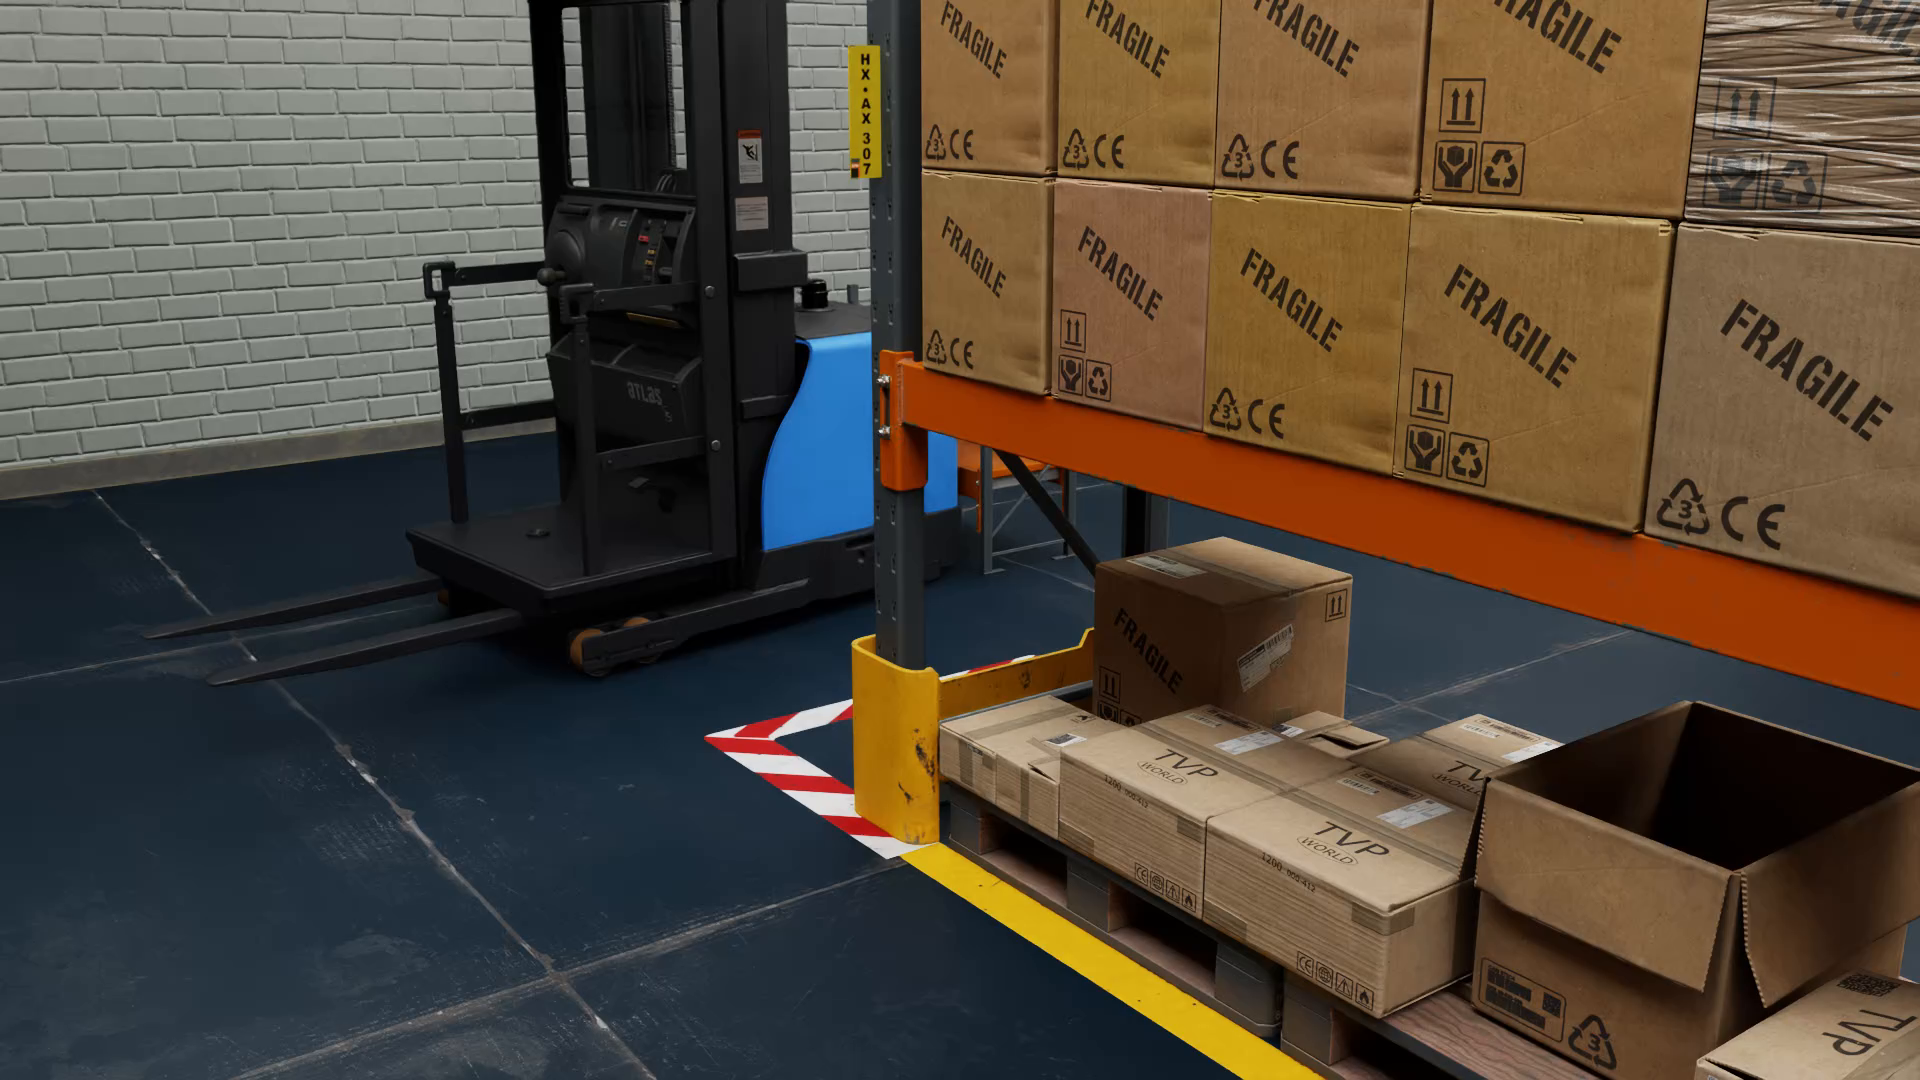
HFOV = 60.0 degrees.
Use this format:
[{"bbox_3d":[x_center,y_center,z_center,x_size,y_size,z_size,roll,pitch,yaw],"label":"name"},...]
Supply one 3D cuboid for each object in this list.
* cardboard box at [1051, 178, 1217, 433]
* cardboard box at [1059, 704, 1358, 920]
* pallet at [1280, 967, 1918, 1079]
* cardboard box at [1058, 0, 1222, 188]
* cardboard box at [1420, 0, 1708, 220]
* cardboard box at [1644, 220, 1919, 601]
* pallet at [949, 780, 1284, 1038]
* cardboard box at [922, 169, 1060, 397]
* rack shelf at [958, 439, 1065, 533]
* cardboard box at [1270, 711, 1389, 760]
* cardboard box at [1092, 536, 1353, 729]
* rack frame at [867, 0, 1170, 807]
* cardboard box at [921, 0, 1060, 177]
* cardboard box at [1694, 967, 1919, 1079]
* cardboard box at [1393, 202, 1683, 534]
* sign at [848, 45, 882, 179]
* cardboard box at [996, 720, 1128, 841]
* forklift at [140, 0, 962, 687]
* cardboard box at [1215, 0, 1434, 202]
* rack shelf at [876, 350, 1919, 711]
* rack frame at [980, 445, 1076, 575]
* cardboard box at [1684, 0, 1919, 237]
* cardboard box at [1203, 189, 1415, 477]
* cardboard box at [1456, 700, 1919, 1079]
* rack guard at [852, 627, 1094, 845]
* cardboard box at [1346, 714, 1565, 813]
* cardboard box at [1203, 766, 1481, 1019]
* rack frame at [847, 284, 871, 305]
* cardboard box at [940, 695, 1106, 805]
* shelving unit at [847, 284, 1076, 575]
[{"bbox_3d":[0.557,-0.554,3.730,0.500,0.500,0.500,-11,19,-35],"label":"cardboard box"},{"bbox_3d":[0.585,0.630,3.968,0.500,0.250,0.500,-11,19,-35],"label":"cardboard box"},{"bbox_3d":[1.429,1.041,3.374,1.003,0.211,1.213,-11,19,-35],"label":"pallet"},{"bbox_3d":[0.562,-1.035,3.594,0.500,0.500,0.500,-11,19,-34],"label":"cardboard box"},{"bbox_3d":[1.152,-0.819,2.805,0.500,0.500,0.500,-11,19,-35],"label":"cardboard box"},{"bbox_3d":[1.444,-0.231,2.550,0.500,0.500,0.500,-10,18,-33],"label":"cardboard box"},{"bbox_3d":[0.715,0.780,4.326,1.003,0.211,1.213,-11,19,-35],"label":"pallet"},{"bbox_3d":[0.249,-0.664,4.129,0.500,0.500,0.500,-10,18,-33],"label":"cardboard box"},{"bbox_3d":[-0.004,-0.308,7.497,0.538,0.278,1.000,-11,19,-35],"label":"rack shelf"},{"bbox_3d":[0.886,0.582,4.303,0.380,0.166,0.250,-11,19,-35],"label":"cardboard box"},{"bbox_3d":[0.720,0.320,4.626,0.500,0.500,0.500,-11,19,-35],"label":"cardboard box"},{"bbox_3d":[0.201,-0.751,4.638,1.000,3.000,0.127,-11,19,-35],"label":"rack frame"},{"bbox_3d":[0.249,-1.146,3.997,0.500,0.500,0.500,-10,18,-33],"label":"cardboard box"},{"bbox_3d":[1.548,0.950,2.683,0.500,0.311,0.500,-11,19,-35],"label":"cardboard box"},{"bbox_3d":[1.142,-0.340,2.946,0.500,0.500,0.500,-11,19,-34],"label":"cardboard box"},{"bbox_3d":[-0.238,-1.084,4.216,0.100,0.325,0.005,-11,19,-35],"label":"sign"},{"bbox_3d":[0.316,0.599,4.237,0.380,0.166,0.250,-11,19,-35],"label":"cardboard box"},{"bbox_3d":[-1.415,-1.089,6.005,3.031,2.935,1.130,-14,20,-41],"label":"forklift"},{"bbox_3d":[0.853,-0.928,3.201,0.500,0.500,0.500,-11,19,-34],"label":"cardboard box"},{"bbox_3d":[1.377,0.023,3.173,1.077,0.370,4.000,-11,19,-35],"label":"rack shelf"},{"bbox_3d":[0.295,-0.435,7.036,0.500,1.125,0.032,-11,19,-35],"label":"rack frame"},{"bbox_3d":[1.447,-0.712,2.411,0.500,0.500,0.500,-11,19,-34],"label":"cardboard box"},{"bbox_3d":[0.849,-0.447,3.336,0.500,0.500,0.500,-11,19,-35],"label":"cardboard box"},{"bbox_3d":[1.444,0.695,3.252,0.797,0.503,0.637,-11,19,-35],"label":"cardboard box"},{"bbox_3d":[0.246,0.471,4.909,1.175,0.500,0.348,-11,19,-35],"label":"rack guard"},{"bbox_3d":[1.255,0.648,3.900,0.500,0.250,0.500,-11,19,-35],"label":"cardboard box"},{"bbox_3d":[0.879,0.737,3.578,0.500,0.250,0.500,-11,19,-35],"label":"cardboard box"},{"bbox_3d":[-0.303,-0.653,7.829,0.500,1.125,0.032,-11,19,-35],"label":"rack frame"},{"bbox_3d":[0.169,0.555,4.435,0.380,0.149,0.250,-11,19,-35],"label":"cardboard box"},{"bbox_3d":[-0.004,-0.544,7.433,0.538,1.125,1.048,-11,19,-35],"label":"shelving unit"}]
